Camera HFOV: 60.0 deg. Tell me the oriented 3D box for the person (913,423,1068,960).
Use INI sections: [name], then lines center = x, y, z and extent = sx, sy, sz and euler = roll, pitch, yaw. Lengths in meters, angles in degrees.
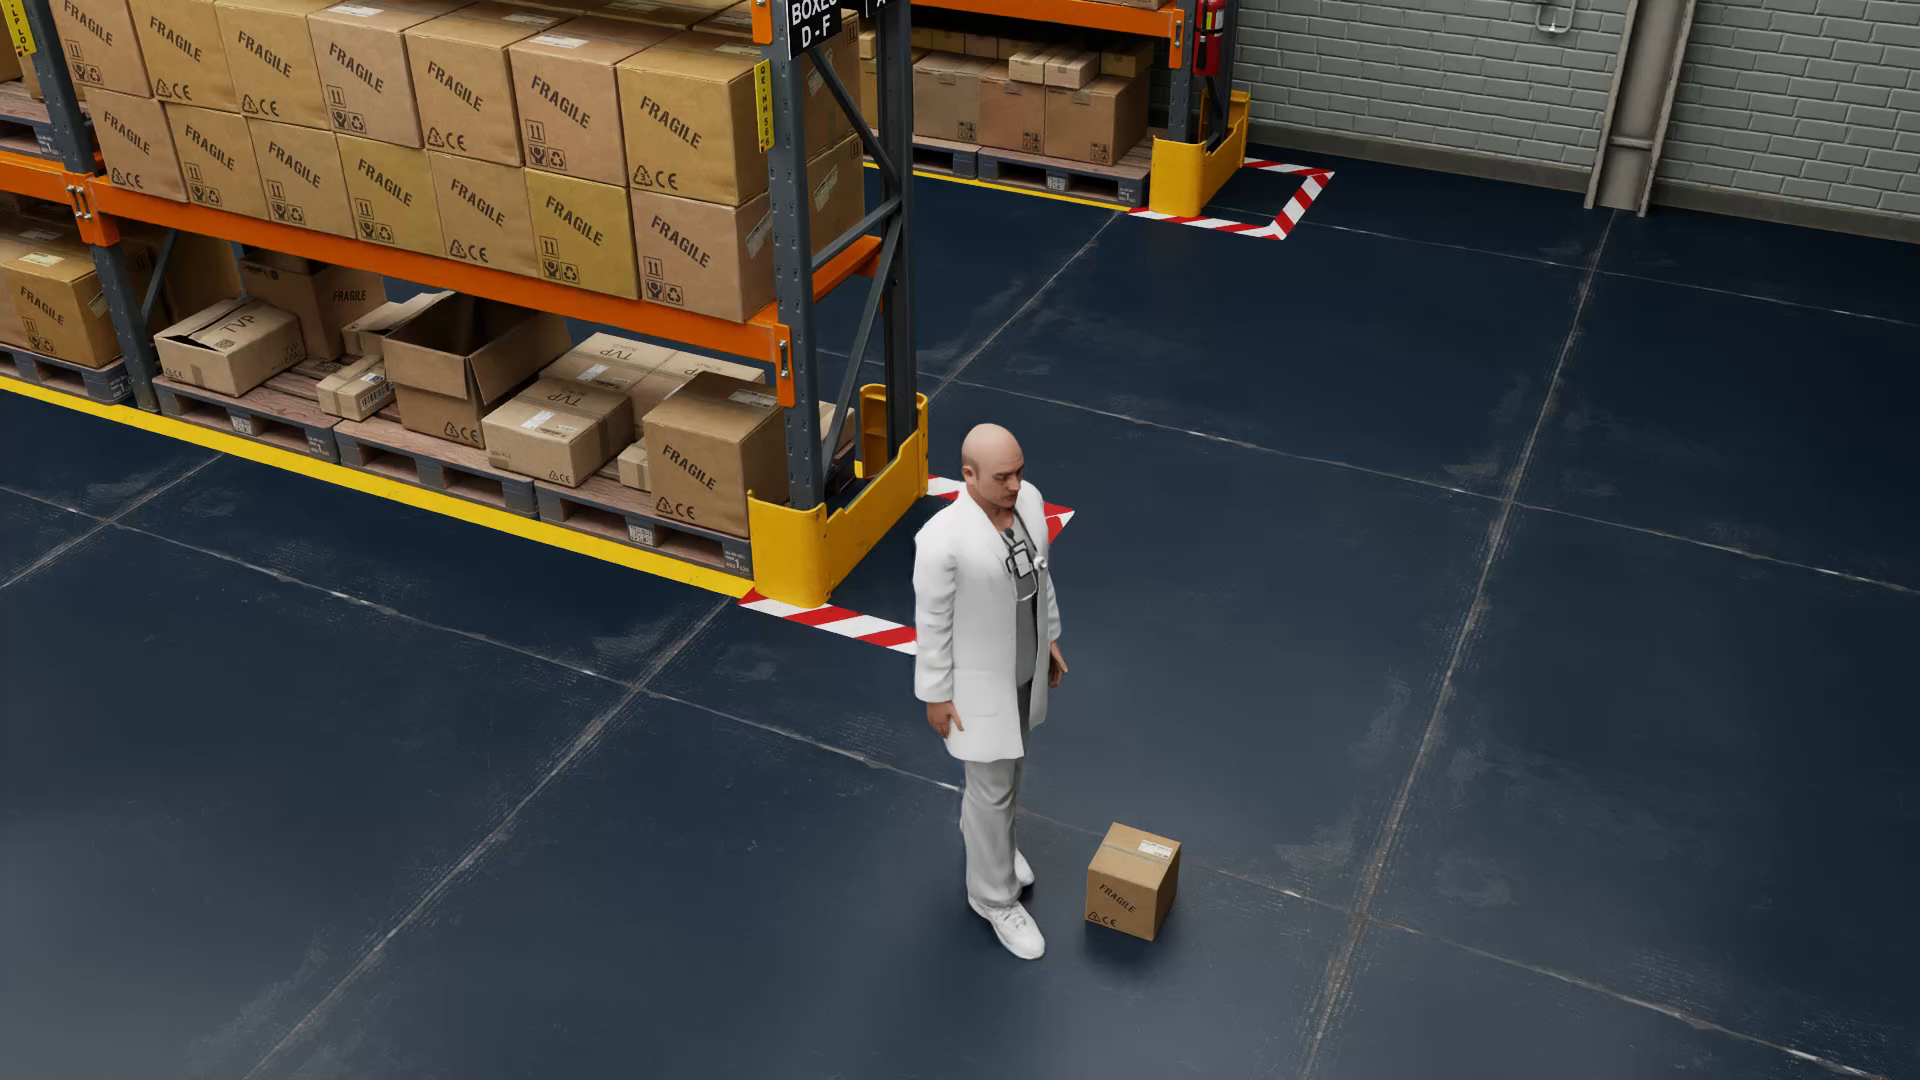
[person]
center = 0.200, 0.470, 5.426
extent = 0.604, 1.785, 0.593
euler = 26, 41, 33
